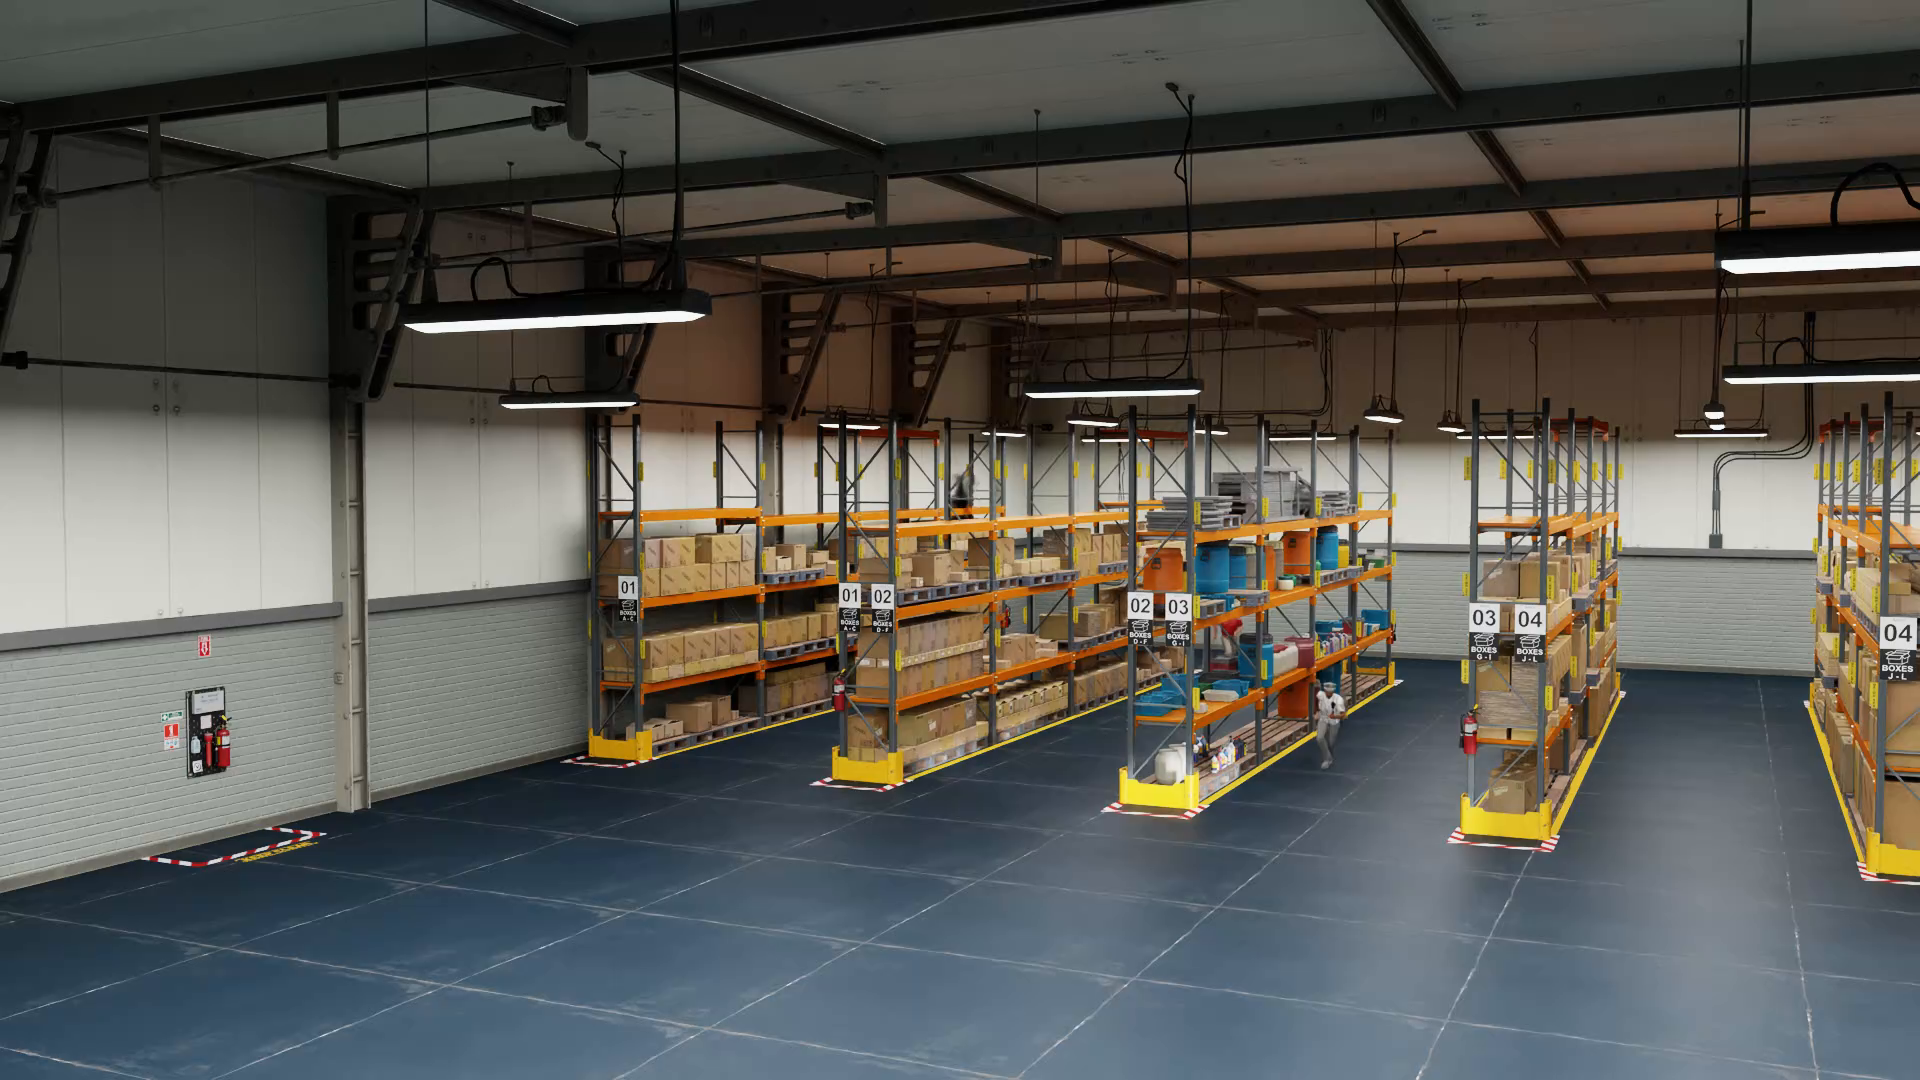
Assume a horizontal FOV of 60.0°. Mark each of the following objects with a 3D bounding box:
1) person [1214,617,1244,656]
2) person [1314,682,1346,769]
[{"bbox_3d":[6.657,2.469,41.184,0.650,1.729,0.896,0,2,-6],"label":"person"},{"bbox_3d":[6.239,3.096,28.062,0.597,1.470,1.064,1,3,21],"label":"person"}]
